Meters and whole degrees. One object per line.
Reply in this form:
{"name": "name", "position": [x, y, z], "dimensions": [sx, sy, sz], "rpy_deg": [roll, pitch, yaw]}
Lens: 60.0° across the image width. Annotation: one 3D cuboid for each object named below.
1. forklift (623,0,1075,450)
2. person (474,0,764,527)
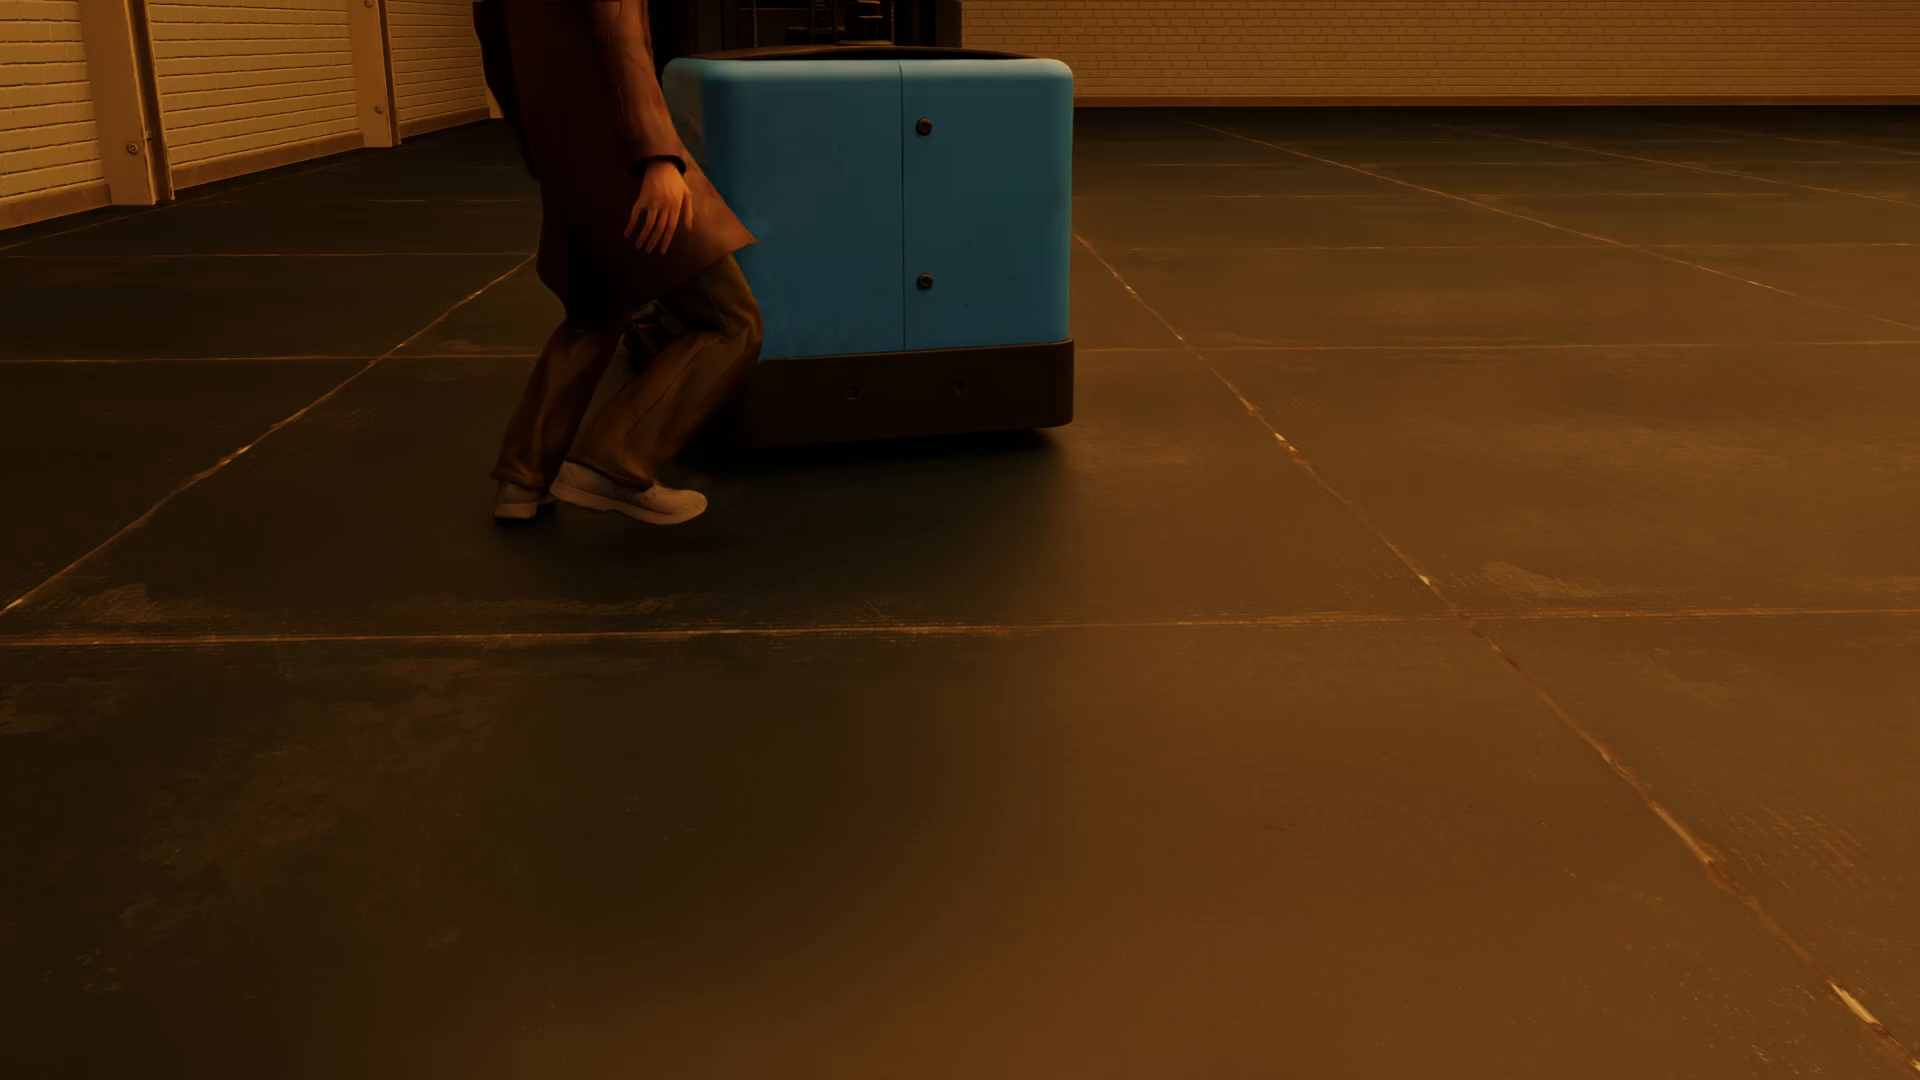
{"name": "forklift", "position": [-0.602, -2.037, 5.565], "dimensions": [1.130, 2.935, 3.031], "rpy_deg": [-5, 18, -17]}
{"name": "person", "position": [-0.799, -0.834, 3.805], "dimensions": [0.558, 1.681, 0.950], "rpy_deg": [-11, 20, -33]}
